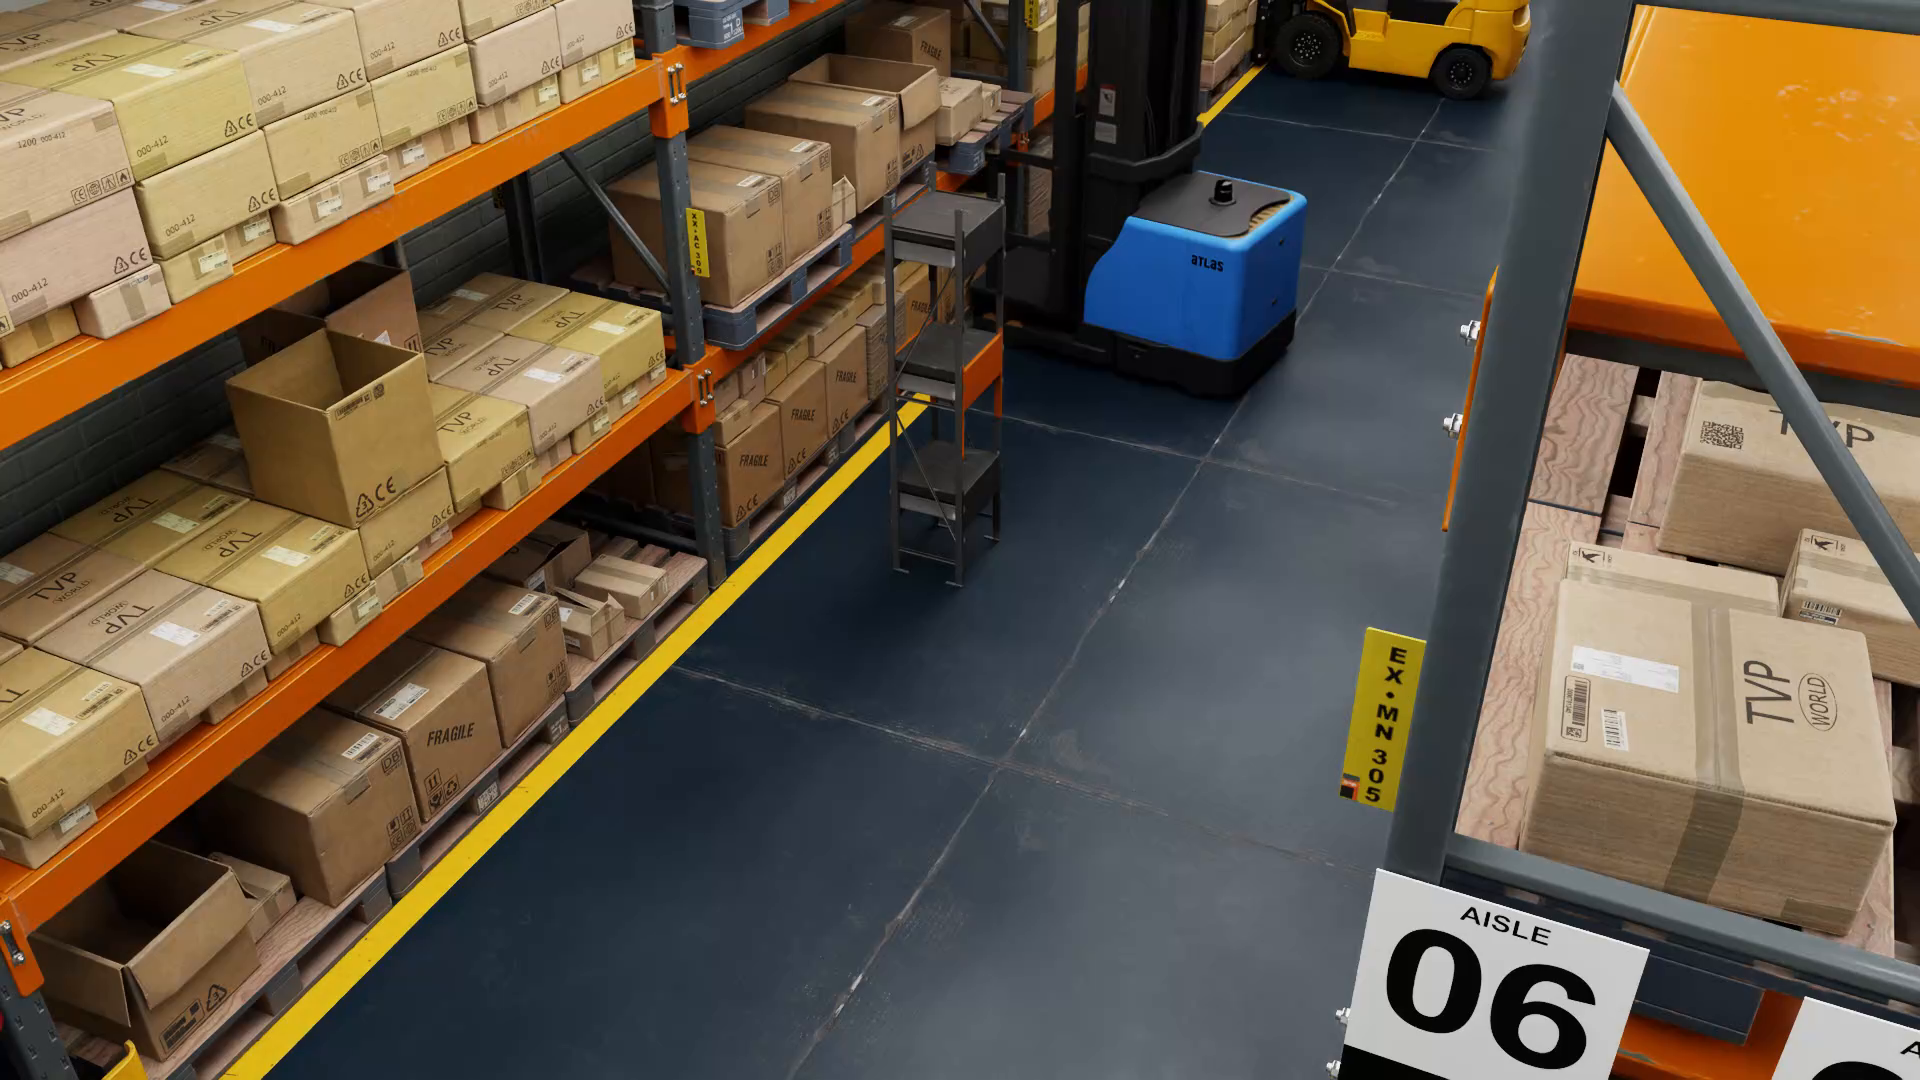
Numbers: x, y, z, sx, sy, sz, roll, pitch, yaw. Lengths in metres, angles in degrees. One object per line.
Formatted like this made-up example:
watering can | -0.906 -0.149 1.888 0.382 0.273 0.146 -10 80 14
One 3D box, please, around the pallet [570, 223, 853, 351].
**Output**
pallet | -1.278 -1.424 8.730 1.003 0.211 1.213 14 36 20

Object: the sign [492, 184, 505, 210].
sign | -2.217 -1.741 7.982 0.100 0.325 0.005 14 36 20

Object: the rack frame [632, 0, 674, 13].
rack frame | -1.712 -3.640 6.463 1.000 3.000 0.127 14 36 20

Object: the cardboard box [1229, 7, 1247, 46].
cardboard box | 2.327 -4.772 15.329 0.500 0.250 0.500 14 36 20

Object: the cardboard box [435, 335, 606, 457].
cardboard box | -1.899 -0.631 7.210 0.500 0.250 0.500 14 36 21

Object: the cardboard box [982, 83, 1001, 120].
cardboard box | 0.036 -2.779 10.467 0.380 0.149 0.250 15 36 21

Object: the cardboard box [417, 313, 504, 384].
cardboard box | -2.367 -0.757 7.403 0.500 0.250 0.500 14 36 20

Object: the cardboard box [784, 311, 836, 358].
cardboard box | -0.936 -1.192 9.506 0.380 0.149 0.250 14 36 20

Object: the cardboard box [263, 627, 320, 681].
cardboard box | -2.588 0.343 6.088 0.380 0.149 0.250 15 36 21

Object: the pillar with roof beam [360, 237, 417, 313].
pillar with roof beam | 1.089 -2.513 4.744 9.100 9.000 0.400 14 36 20

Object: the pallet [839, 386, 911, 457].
pallet | -0.897 -0.989 10.434 1.003 0.211 1.213 14 36 20

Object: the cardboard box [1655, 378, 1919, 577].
cardboard box | 1.797 -0.171 3.515 0.500 0.311 0.500 15 36 21

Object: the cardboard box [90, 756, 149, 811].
cardboard box | -2.934 0.728 5.502 0.380 0.149 0.250 15 36 22

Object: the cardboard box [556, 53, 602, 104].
cardboard box | -1.699 -1.913 6.793 0.380 0.149 0.250 14 36 20

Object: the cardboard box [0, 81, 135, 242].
cardboard box | -2.741 -1.077 4.699 0.500 0.250 0.500 14 36 20

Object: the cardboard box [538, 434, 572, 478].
cardboard box | -1.926 -0.416 7.246 0.380 0.149 0.250 15 36 22

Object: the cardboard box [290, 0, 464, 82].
cardboard box | -2.128 -1.845 5.870 0.500 0.250 0.500 15 36 21

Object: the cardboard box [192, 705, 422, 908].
cardboard box | -2.650 1.031 6.708 0.700 0.500 0.500 16 36 22

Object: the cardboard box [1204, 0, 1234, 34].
cardboard box | 2.123 -4.729 14.807 0.500 0.250 0.500 14 36 20

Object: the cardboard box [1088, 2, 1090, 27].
cardboard box | 0.815 -3.941 12.073 0.500 0.250 0.500 13 36 19

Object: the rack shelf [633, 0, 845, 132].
rack shelf | -0.875 -3.081 9.002 1.077 0.370 4.000 14 36 20

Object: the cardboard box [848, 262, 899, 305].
cardboard box | -0.595 -1.567 10.078 0.380 0.149 0.250 12 35 18

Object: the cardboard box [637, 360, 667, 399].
cardboard box | -1.616 -0.810 7.847 0.380 0.149 0.250 15 36 21

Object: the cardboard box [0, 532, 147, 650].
cardboard box | -3.217 0.253 5.863 0.500 0.250 0.500 14 36 21

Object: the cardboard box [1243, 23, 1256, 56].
cardboard box | 2.538 -4.822 15.862 0.500 0.250 0.500 15 36 21

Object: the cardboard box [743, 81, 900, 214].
cardboard box | -0.761 -2.187 9.245 0.700 0.500 0.500 14 36 20

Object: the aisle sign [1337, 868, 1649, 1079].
aisle sign | 0.813 0.875 2.677 0.394 0.787 0.004 14 36 20

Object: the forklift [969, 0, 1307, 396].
forklift | 0.699 -2.741 10.626 3.031 2.935 1.130 20 38 28

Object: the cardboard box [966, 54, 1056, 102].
cardboard box | 0.370 -3.226 11.439 0.500 0.250 0.500 14 36 21

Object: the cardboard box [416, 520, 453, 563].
cardboard box | -2.277 -0.045 6.681 0.380 0.149 0.250 14 36 20

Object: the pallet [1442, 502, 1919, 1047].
pallet | 1.426 0.408 3.105 1.003 0.211 1.213 14 36 20

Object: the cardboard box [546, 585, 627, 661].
cardboard box | -1.827 0.359 7.946 0.396 0.266 0.258 15 36 22

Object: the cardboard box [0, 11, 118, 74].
cardboard box | -3.028 -1.468 5.295 0.500 0.250 0.500 15 36 21

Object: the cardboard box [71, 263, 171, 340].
cardboard box | -2.634 -0.755 5.028 0.380 0.149 0.250 15 36 22

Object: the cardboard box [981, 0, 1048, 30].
cardboard box | 0.363 -3.528 11.080 0.380 0.149 0.250 15 36 22

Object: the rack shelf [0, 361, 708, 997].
rack shelf | -2.548 0.165 6.787 1.077 0.370 4.000 14 36 20

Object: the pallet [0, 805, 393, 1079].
pallet | -3.021 1.592 6.499 1.003 0.211 1.213 14 36 20

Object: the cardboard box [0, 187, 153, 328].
cardboard box | -2.757 -0.872 4.842 0.500 0.250 0.500 15 36 21

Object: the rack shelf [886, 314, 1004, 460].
rack shelf | -0.069 -0.784 8.424 0.431 0.518 0.480 14 36 20

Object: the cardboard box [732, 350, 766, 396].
cardboard box | -1.255 -0.915 8.813 0.380 0.149 0.250 12 35 18

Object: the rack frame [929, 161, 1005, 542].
rack frame | 0.033 -0.917 8.602 0.400 2.100 0.015 14 36 20

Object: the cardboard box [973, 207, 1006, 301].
cardboard box | -0.020 -1.994 11.321 0.500 0.500 0.500 15 36 22

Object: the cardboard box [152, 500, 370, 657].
cardboard box | -2.531 0.131 6.049 0.500 0.250 0.500 13 36 20

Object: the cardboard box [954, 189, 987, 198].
cardboard box | -0.015 -2.221 11.075 0.380 0.149 0.250 12 35 18

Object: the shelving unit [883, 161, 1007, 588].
shelving unit | -0.069 -0.796 8.417 0.431 2.100 0.503 14 36 20

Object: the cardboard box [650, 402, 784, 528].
cardboard box | -1.305 -0.451 8.967 0.500 0.500 0.500 16 36 23

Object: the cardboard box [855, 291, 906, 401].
cardboard box | -0.656 -1.223 10.145 0.500 0.500 0.500 13 35 19

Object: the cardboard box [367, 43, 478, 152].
cardboard box | -2.119 -1.636 6.008 0.500 0.250 0.500 15 36 21

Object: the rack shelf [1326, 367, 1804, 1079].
rack shelf | 1.962 0.048 4.230 1.077 0.370 4.000 14 36 20

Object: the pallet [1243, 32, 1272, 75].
pallet | 2.515 -4.946 16.469 1.003 0.211 1.213 14 36 20

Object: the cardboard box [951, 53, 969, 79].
cardboard box | -0.082 -3.343 11.619 0.500 0.250 0.500 13 36 19

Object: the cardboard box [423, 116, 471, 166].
cardboard box | -2.065 -1.533 6.215 0.380 0.149 0.250 15 36 22

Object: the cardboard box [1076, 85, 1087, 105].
cardboard box | 0.783 -3.276 13.162 0.875 0.625 0.625 13 35 19

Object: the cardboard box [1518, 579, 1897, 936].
cardboard box | 1.231 0.344 2.786 0.500 0.250 0.500 11 35 16

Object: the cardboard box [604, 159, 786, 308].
cardboard box | -1.306 -1.538 8.255 0.700 0.500 0.500 15 36 22

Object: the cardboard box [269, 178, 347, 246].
cardboard box | -2.311 -1.135 5.608 0.380 0.149 0.250 14 36 21

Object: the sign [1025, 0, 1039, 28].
sign | 0.459 -3.455 10.668 0.100 0.325 0.005 14 36 20

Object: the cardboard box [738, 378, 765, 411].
cardboard box | -1.274 -0.806 8.918 0.380 0.149 0.250 13 35 19

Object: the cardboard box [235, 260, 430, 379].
cardboard box | -2.576 -0.826 6.824 0.500 0.500 0.500 13 35 19
